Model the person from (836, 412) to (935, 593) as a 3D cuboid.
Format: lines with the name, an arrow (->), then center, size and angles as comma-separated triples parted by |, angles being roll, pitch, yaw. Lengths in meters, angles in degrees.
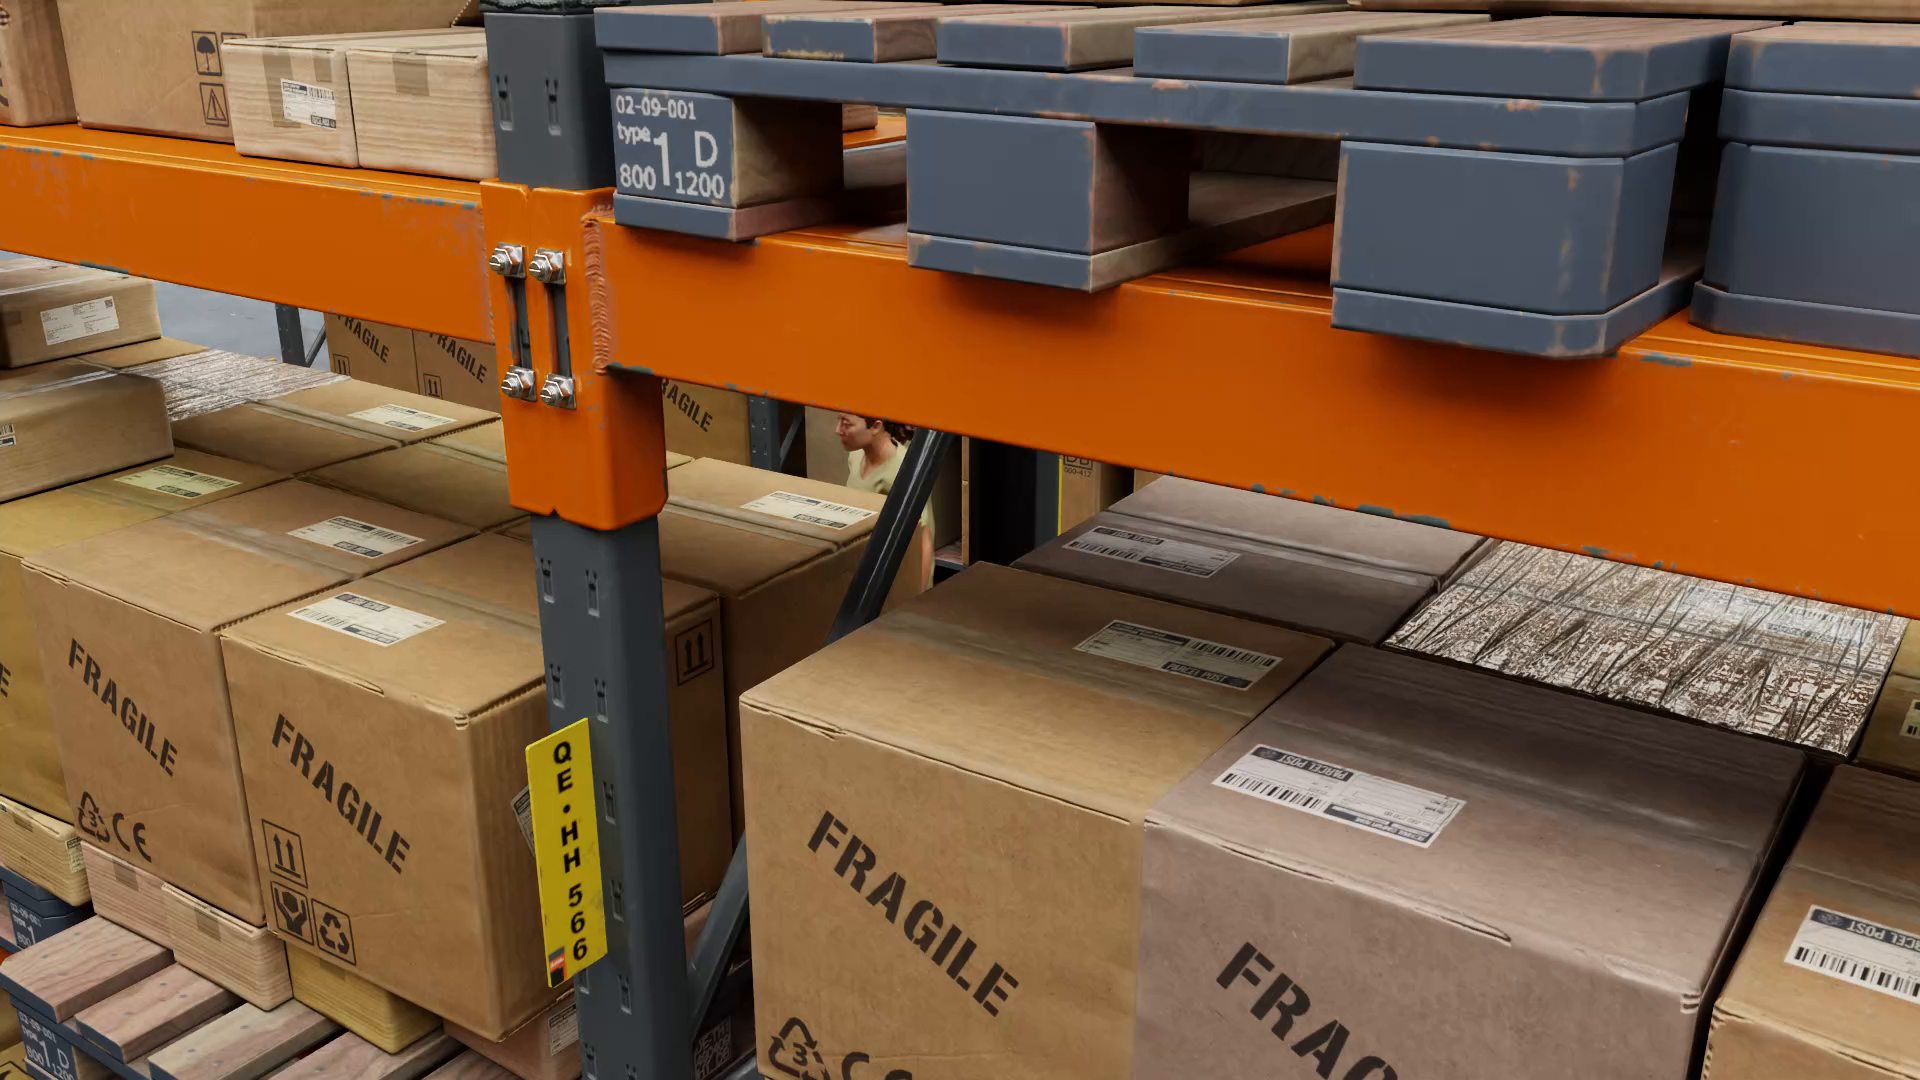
person -> -0.302, 0.330, 6.007 | 0.404, 1.438, 0.500 | -10, 22, -25
